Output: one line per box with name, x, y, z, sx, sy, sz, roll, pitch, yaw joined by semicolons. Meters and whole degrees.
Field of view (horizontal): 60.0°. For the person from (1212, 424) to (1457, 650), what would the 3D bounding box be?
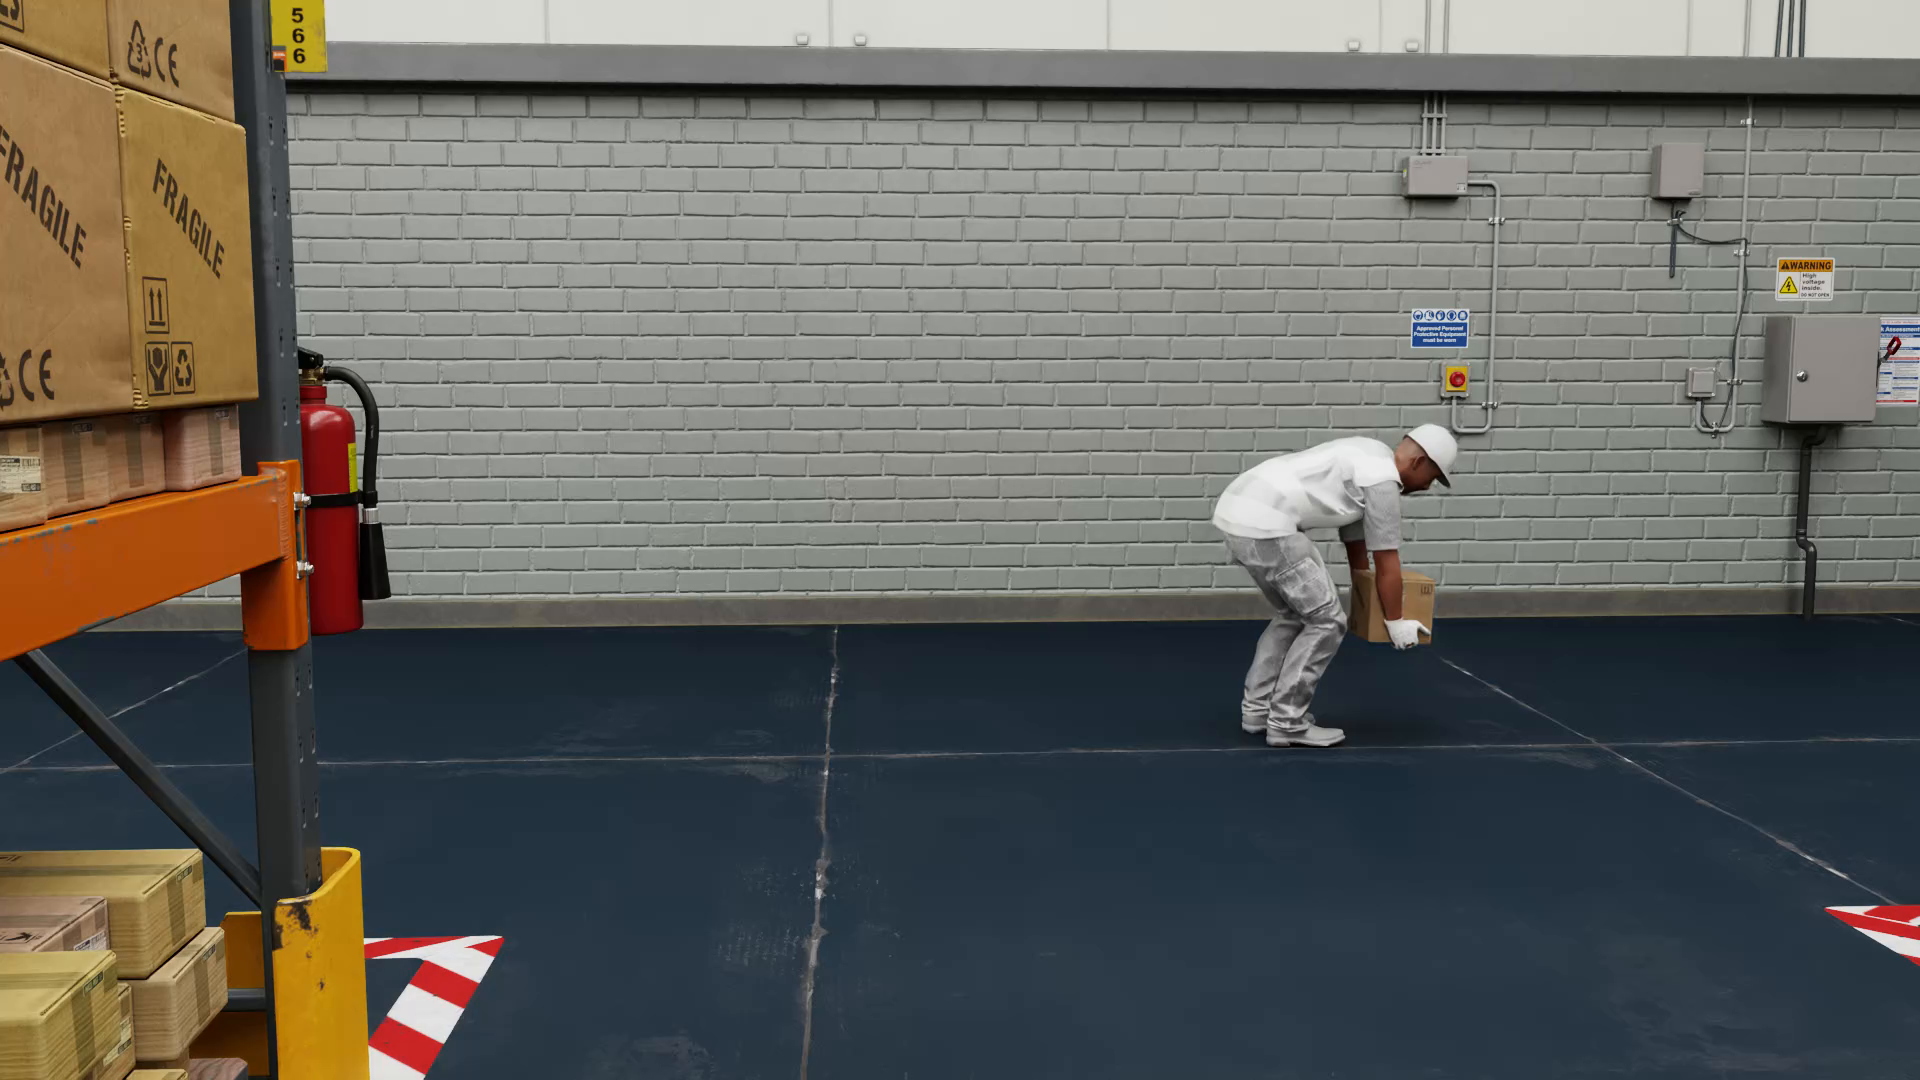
person;1.476;-0.020;6.531;0.953;0.864;0.504;-1;7;-6
